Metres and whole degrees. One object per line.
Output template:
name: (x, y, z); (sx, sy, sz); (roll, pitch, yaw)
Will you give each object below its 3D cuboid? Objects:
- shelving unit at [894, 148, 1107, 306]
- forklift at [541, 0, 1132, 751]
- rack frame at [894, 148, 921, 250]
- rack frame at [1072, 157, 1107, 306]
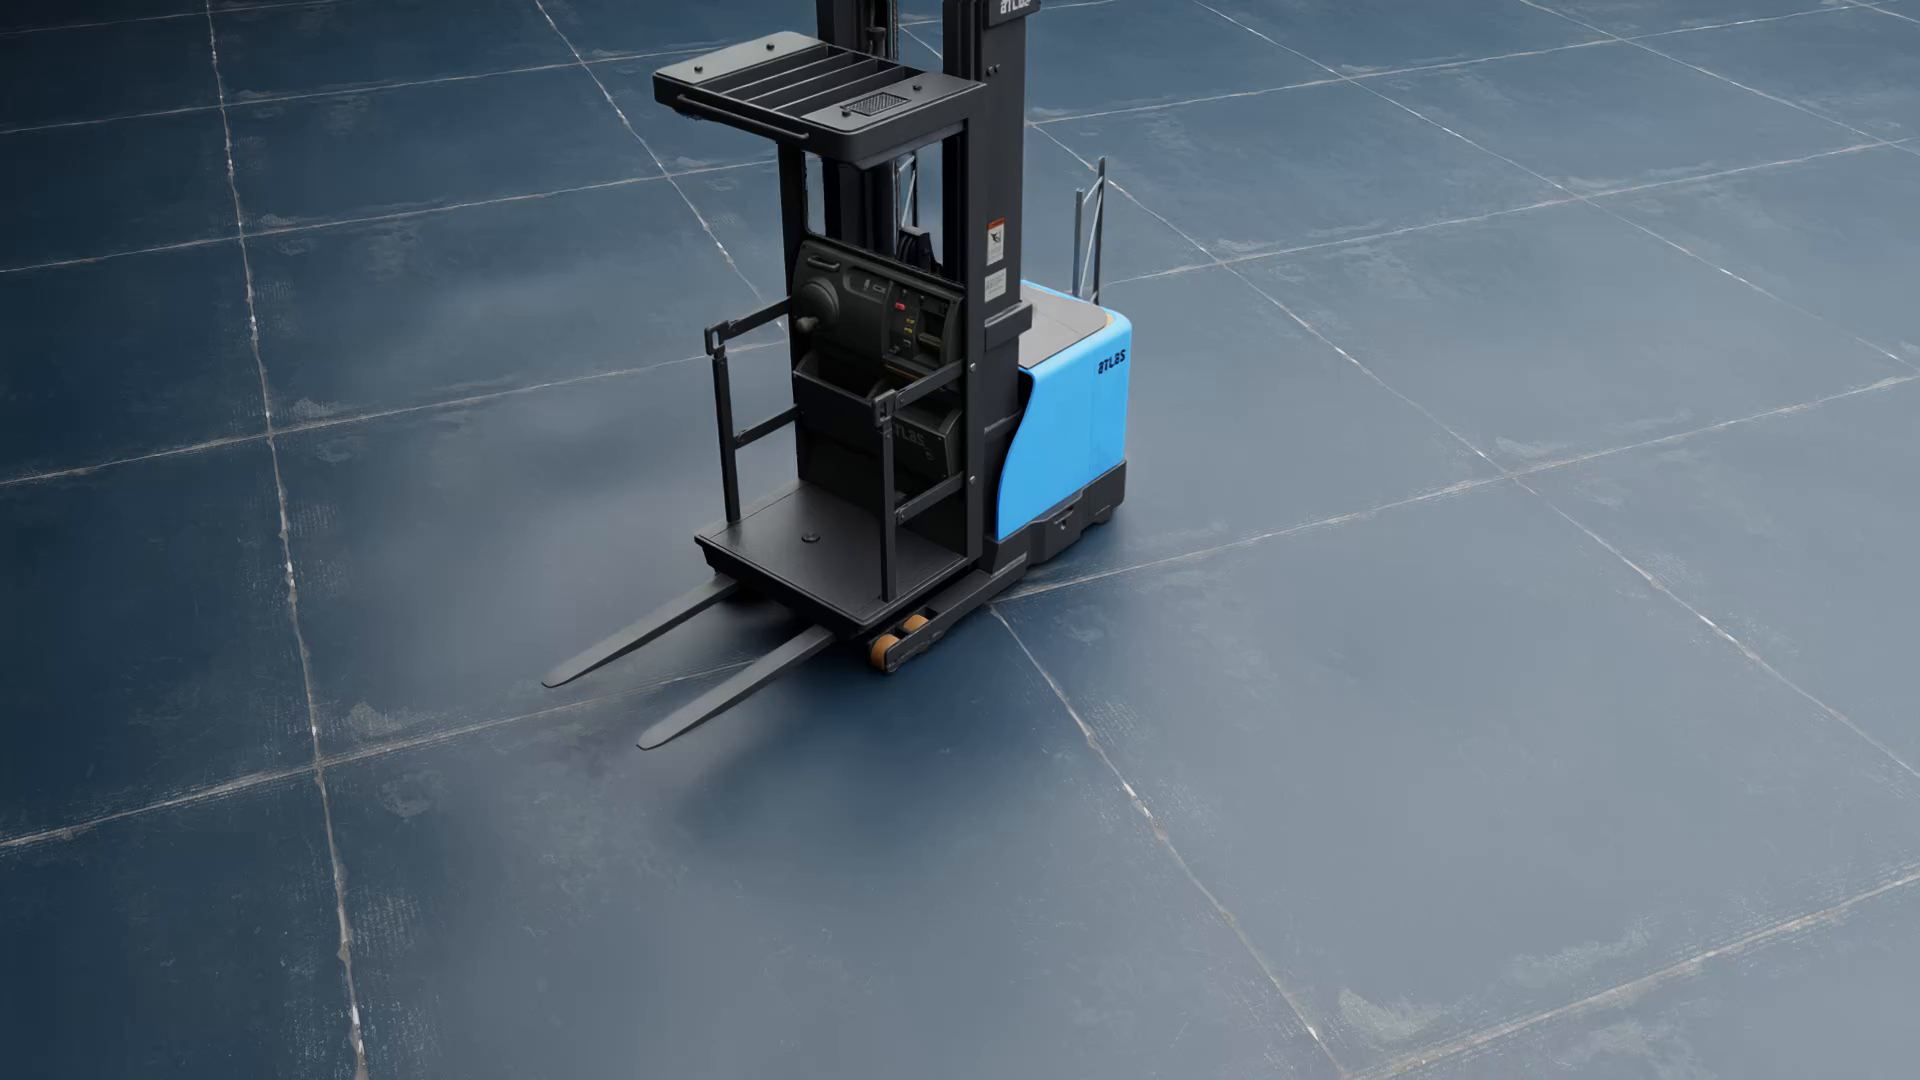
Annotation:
shelving unit: (0.177, -1.290, 8.858); (1.048, 1.500, 0.538); (10, 34, 15)
forklift: (-0.507, -0.955, 7.031); (1.130, 2.935, 3.031); (25, 41, 33)
rack frame: (-0.306, -1.377, 8.990); (0.032, 1.500, 0.500); (10, 34, 15)
rack frame: (0.660, -1.204, 8.725); (0.032, 1.500, 0.500); (10, 34, 15)
